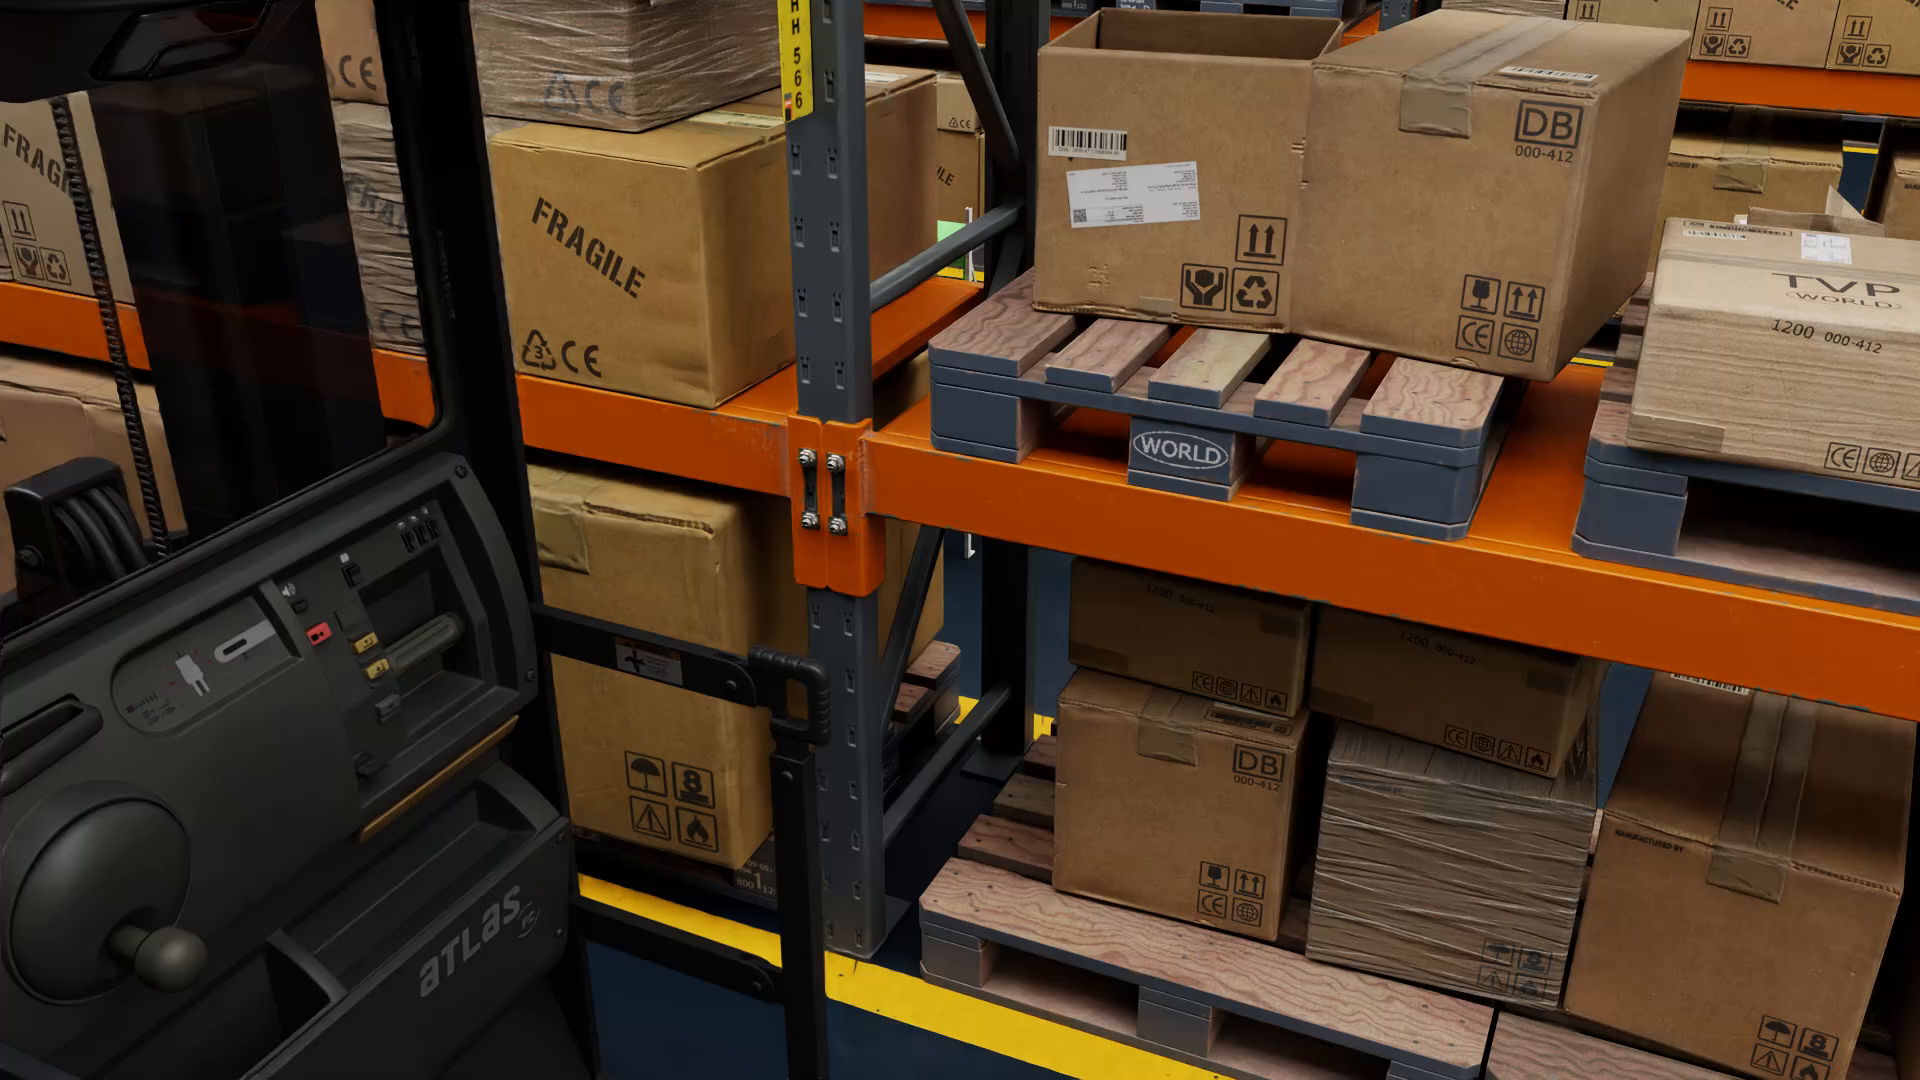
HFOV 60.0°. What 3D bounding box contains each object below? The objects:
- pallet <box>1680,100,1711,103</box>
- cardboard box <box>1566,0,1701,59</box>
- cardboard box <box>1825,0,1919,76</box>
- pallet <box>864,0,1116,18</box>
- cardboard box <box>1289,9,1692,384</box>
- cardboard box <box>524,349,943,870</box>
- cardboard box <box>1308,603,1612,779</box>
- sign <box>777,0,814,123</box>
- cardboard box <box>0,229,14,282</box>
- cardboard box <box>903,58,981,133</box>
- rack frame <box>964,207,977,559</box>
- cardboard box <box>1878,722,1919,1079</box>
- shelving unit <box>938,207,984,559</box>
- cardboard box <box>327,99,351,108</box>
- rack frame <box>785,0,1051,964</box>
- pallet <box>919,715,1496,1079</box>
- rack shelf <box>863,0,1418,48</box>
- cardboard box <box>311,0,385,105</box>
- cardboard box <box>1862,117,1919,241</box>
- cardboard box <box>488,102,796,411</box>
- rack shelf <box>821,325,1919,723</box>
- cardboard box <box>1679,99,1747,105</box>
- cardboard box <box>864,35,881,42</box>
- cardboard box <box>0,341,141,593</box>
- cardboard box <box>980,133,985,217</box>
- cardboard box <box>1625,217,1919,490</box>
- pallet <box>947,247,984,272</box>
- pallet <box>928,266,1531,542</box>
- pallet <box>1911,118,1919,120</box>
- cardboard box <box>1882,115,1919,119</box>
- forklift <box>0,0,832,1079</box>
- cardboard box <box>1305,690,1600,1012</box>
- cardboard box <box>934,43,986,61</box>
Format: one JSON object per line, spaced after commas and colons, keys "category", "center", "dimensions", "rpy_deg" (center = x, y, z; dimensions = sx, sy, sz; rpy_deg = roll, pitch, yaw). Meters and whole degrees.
{"category": "pallet", "center": [4.756, -3.182, 11.974], "dimensions": [1.213, 0.211, 1.003], "rpy_deg": [11, 28, 22]}
{"category": "cardboard box", "center": [2.850, -2.330, 6.974], "dimensions": [0.500, 0.500, 0.500], "rpy_deg": [11, 28, 21]}
{"category": "cardboard box", "center": [3.761, -2.146, 6.599], "dimensions": [0.500, 0.500, 0.500], "rpy_deg": [11, 28, 21]}
{"category": "pallet", "center": [0.270, -2.827, 8.314], "dimensions": [1.213, 0.211, 1.003], "rpy_deg": [11, 28, 22]}
{"category": "cardboard box", "center": [1.001, -0.681, 3.148], "dimensions": [0.500, 0.500, 0.700], "rpy_deg": [16, 30, 29]}
{"category": "cardboard box", "center": [-0.676, 0.038, 4.206], "dimensions": [0.875, 0.875, 1.225], "rpy_deg": [10, 28, 19]}
{"category": "cardboard box", "center": [1.053, 0.199, 3.433], "dimensions": [0.500, 0.250, 0.500], "rpy_deg": [15, 30, 28]}
{"category": "sign", "center": [-0.283, -0.888, 2.846], "dimensions": [0.005, 0.325, 0.100], "rpy_deg": [11, 28, 22]}
{"category": "cardboard box", "center": [-2.469, -1.000, 4.273], "dimensions": [0.500, 0.500, 0.500], "rpy_deg": [11, 28, 21]}
{"category": "cardboard box", "center": [-0.041, -2.270, 8.470], "dimensions": [0.500, 0.250, 0.500], "rpy_deg": [13, 29, 24]}
{"category": "rack frame", "center": [0.071, -0.524, 5.456], "dimensions": [0.015, 1.200, 0.240], "rpy_deg": [11, 28, 22]}
{"category": "cardboard box", "center": [2.099, 0.746, 3.171], "dimensions": [0.500, 0.500, 0.700], "rpy_deg": [9, 28, 17]}
{"category": "shelving unit", "center": [-0.151, -0.569, 5.546], "dimensions": [0.503, 1.200, 0.258], "rpy_deg": [11, 28, 22]}
{"category": "cardboard box", "center": [-1.534, -0.815, 3.895], "dimensions": [0.500, 0.500, 0.500], "rpy_deg": [10, 28, 20]}
{"category": "rack frame", "center": [-0.057, -0.592, 3.556], "dimensions": [0.127, 3.000, 1.000], "rpy_deg": [11, 28, 22]}
{"category": "pallet", "center": [0.654, 0.803, 3.881], "dimensions": [1.213, 0.211, 1.003], "rpy_deg": [11, 28, 22]}
{"category": "rack shelf", "center": [0.268, -2.611, 8.471], "dimensions": [4.000, 0.370, 1.077], "rpy_deg": [11, 28, 22]}
{"category": "cardboard box", "center": [-1.307, -1.347, 3.842], "dimensions": [0.637, 0.503, 0.797], "rpy_deg": [12, 29, 23]}
{"category": "cardboard box", "center": [4.251, -1.271, 7.007], "dimensions": [0.750, 0.750, 1.050], "rpy_deg": [11, 28, 22]}
{"category": "cardboard box", "center": [-0.608, -0.627, 3.515], "dimensions": [0.500, 0.500, 0.500], "rpy_deg": [12, 29, 23]}
{"category": "rack shelf", "center": [1.764, 0.096, 2.973], "dimensions": [4.000, 0.370, 1.077], "rpy_deg": [11, 28, 22]}
{"category": "cardboard box", "center": [5.231, -3.347, 11.652], "dimensions": [0.625, 0.372, 0.950], "rpy_deg": [11, 28, 21]}
{"category": "cardboard box", "center": [-0.770, -2.668, 9.279], "dimensions": [0.500, 0.250, 0.500], "rpy_deg": [11, 28, 20]}
{"category": "cardboard box", "center": [-2.293, -0.287, 4.866], "dimensions": [0.875, 0.875, 1.225], "rpy_deg": [10, 28, 20]}
{"category": "cardboard box", "center": [0.422, -1.837, 8.439], "dimensions": [0.500, 0.500, 0.500], "rpy_deg": [10, 28, 20]}
{"category": "cardboard box", "center": [1.374, -0.314, 2.687], "dimensions": [0.500, 0.250, 0.500], "rpy_deg": [11, 28, 20]}
{"category": "pallet", "center": [0.271, -1.684, 8.931], "dimensions": [1.213, 0.211, 1.003], "rpy_deg": [11, 28, 22]}
{"category": "pallet", "center": [0.636, -0.418, 3.421], "dimensions": [1.003, 0.211, 1.213], "rpy_deg": [11, 28, 22]}
{"category": "pallet", "center": [6.978, -2.736, 11.068], "dimensions": [1.213, 0.211, 1.003], "rpy_deg": [11, 28, 22]}
{"category": "cardboard box", "center": [6.553, -3.080, 11.109], "dimensions": [0.625, 0.372, 0.950], "rpy_deg": [13, 29, 25]}
{"category": "forklift", "center": [-0.697, 0.217, 1.992], "dimensions": [3.031, 2.935, 1.130], "rpy_deg": [12, 29, 23]}
{"category": "cardboard box", "center": [1.072, 0.543, 3.583], "dimensions": [0.500, 0.500, 0.700], "rpy_deg": [9, 28, 18]}
{"category": "cardboard box", "center": [0.179, -2.478, 8.892], "dimensions": [0.500, 0.250, 0.500], "rpy_deg": [10, 28, 20]}
